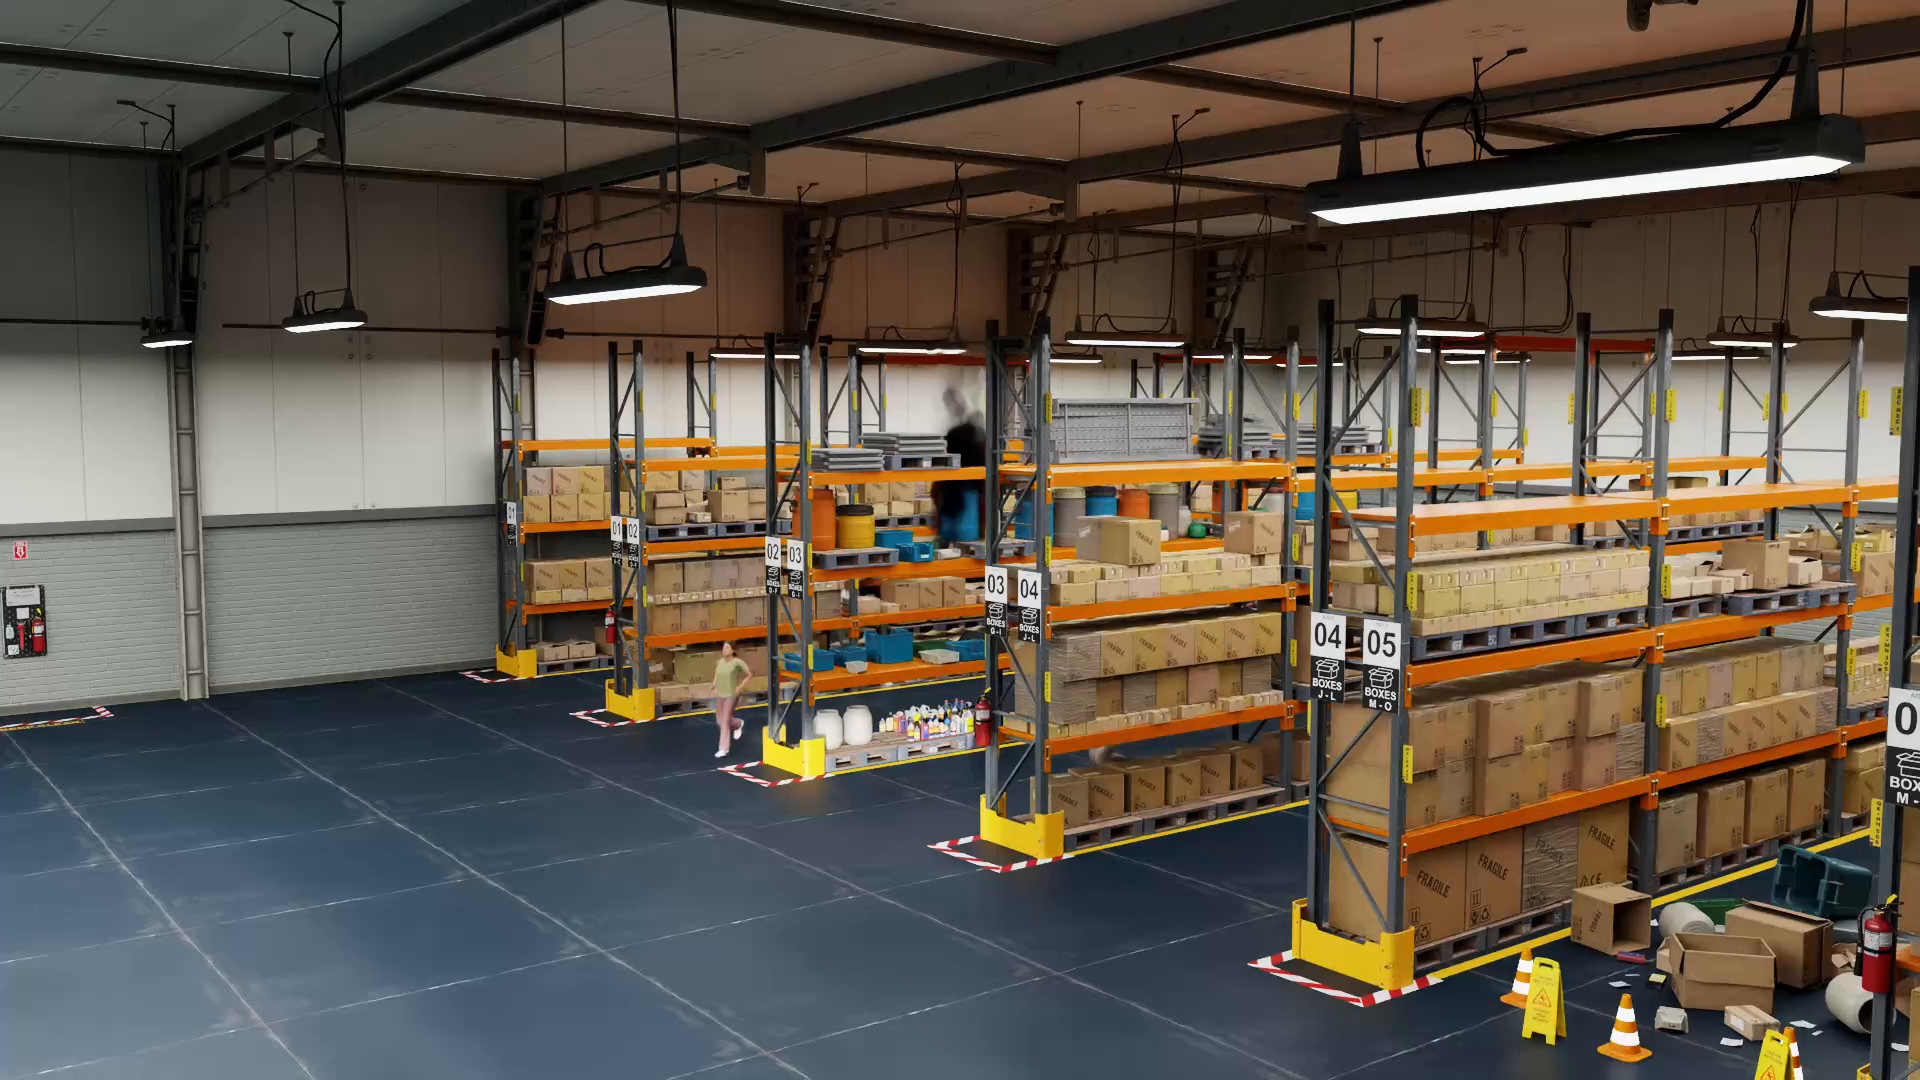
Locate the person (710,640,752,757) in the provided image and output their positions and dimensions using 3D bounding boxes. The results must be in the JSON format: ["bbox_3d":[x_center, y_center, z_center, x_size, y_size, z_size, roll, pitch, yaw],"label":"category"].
[{"bbox_3d":[-3.299,2.260,23.970,0.588,1.656,0.738,2,6,25],"label":"person"}]

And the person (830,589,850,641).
[{"bbox_3d":[-2.333,1.513,31.215,0.922,1.781,0.692,-3,6,-35],"label":"person"}]

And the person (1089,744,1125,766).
[{"bbox_3d":[1.965,2.453,21.591,0.639,1.693,0.659,-4,6,-39],"label":"person"}]
